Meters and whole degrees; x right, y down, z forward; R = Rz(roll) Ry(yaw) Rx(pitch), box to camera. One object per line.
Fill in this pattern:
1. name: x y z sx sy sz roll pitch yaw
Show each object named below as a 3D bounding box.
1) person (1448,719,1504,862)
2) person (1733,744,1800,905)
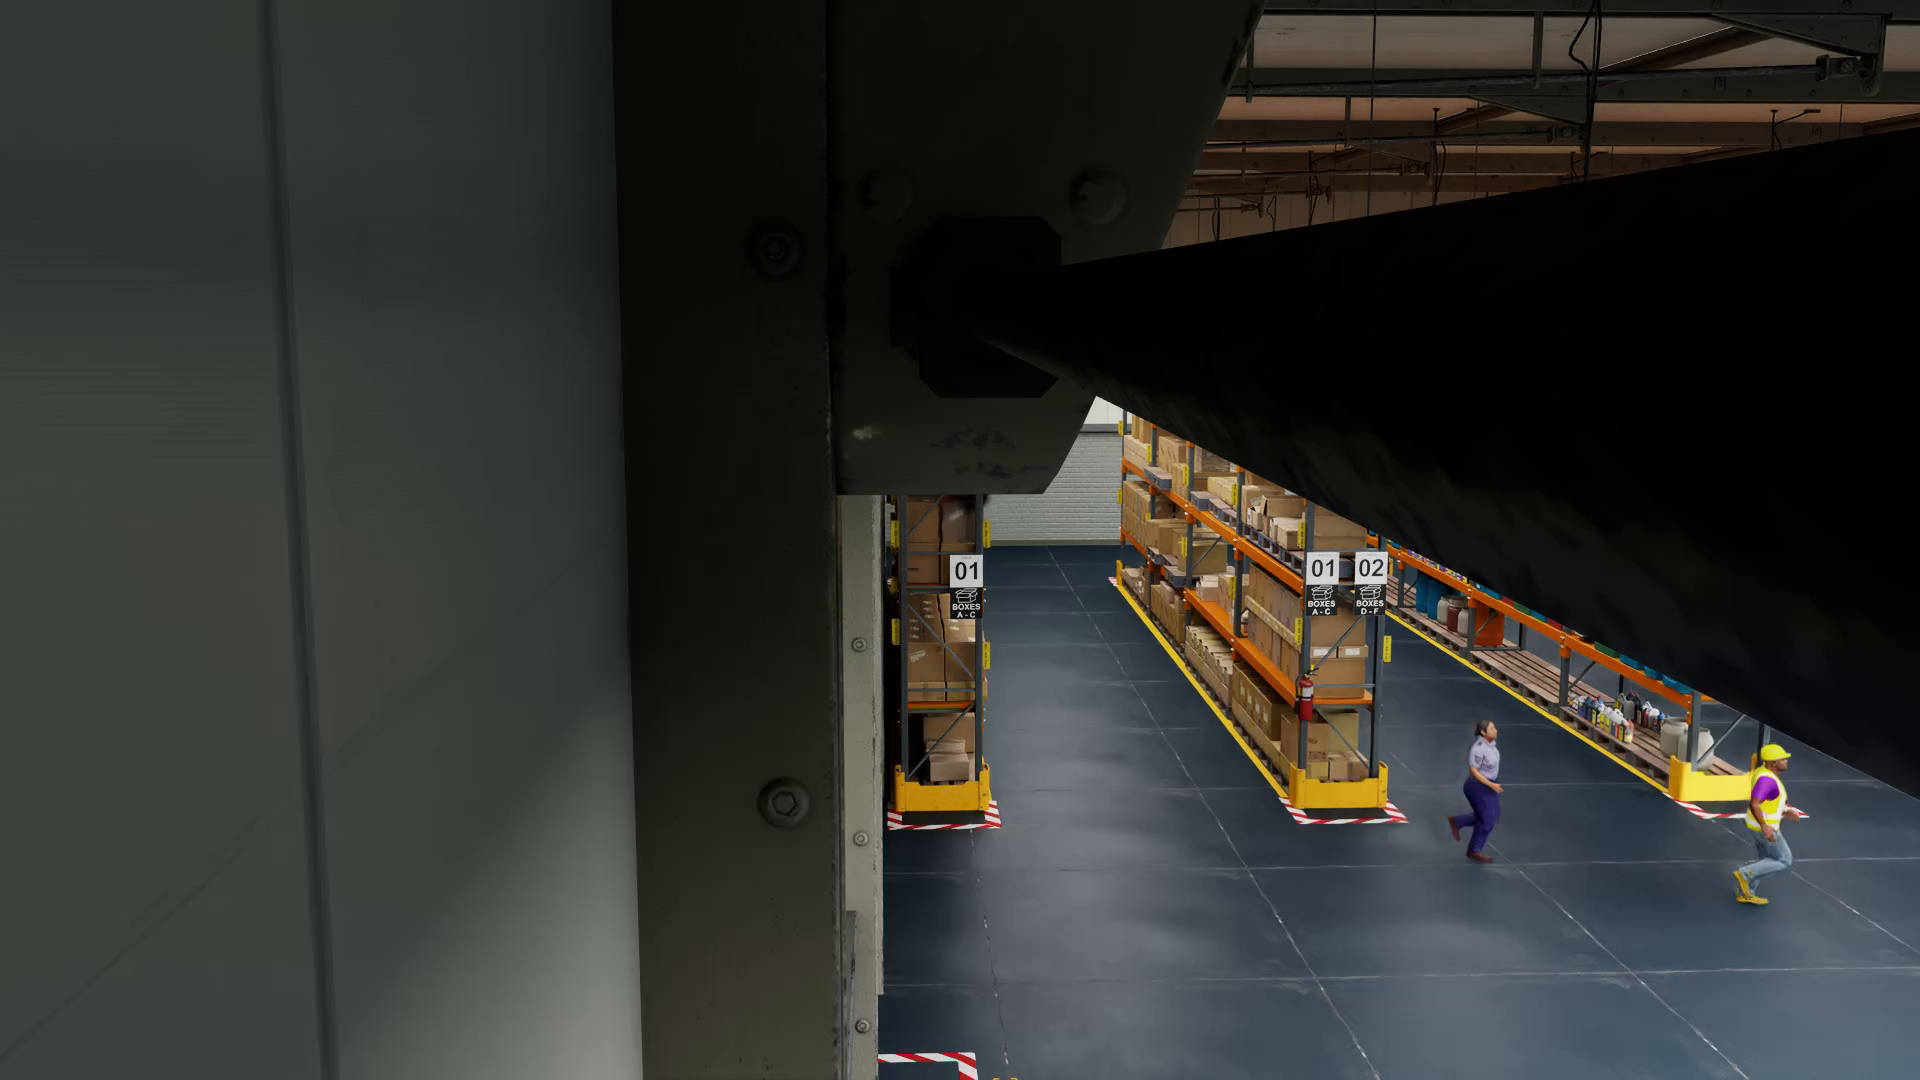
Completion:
1. person: 5.837 2.797 18.758 0.637 1.622 0.628 5 10 30
2. person: 8.382 2.959 17.240 0.620 1.713 0.694 3 9 19
